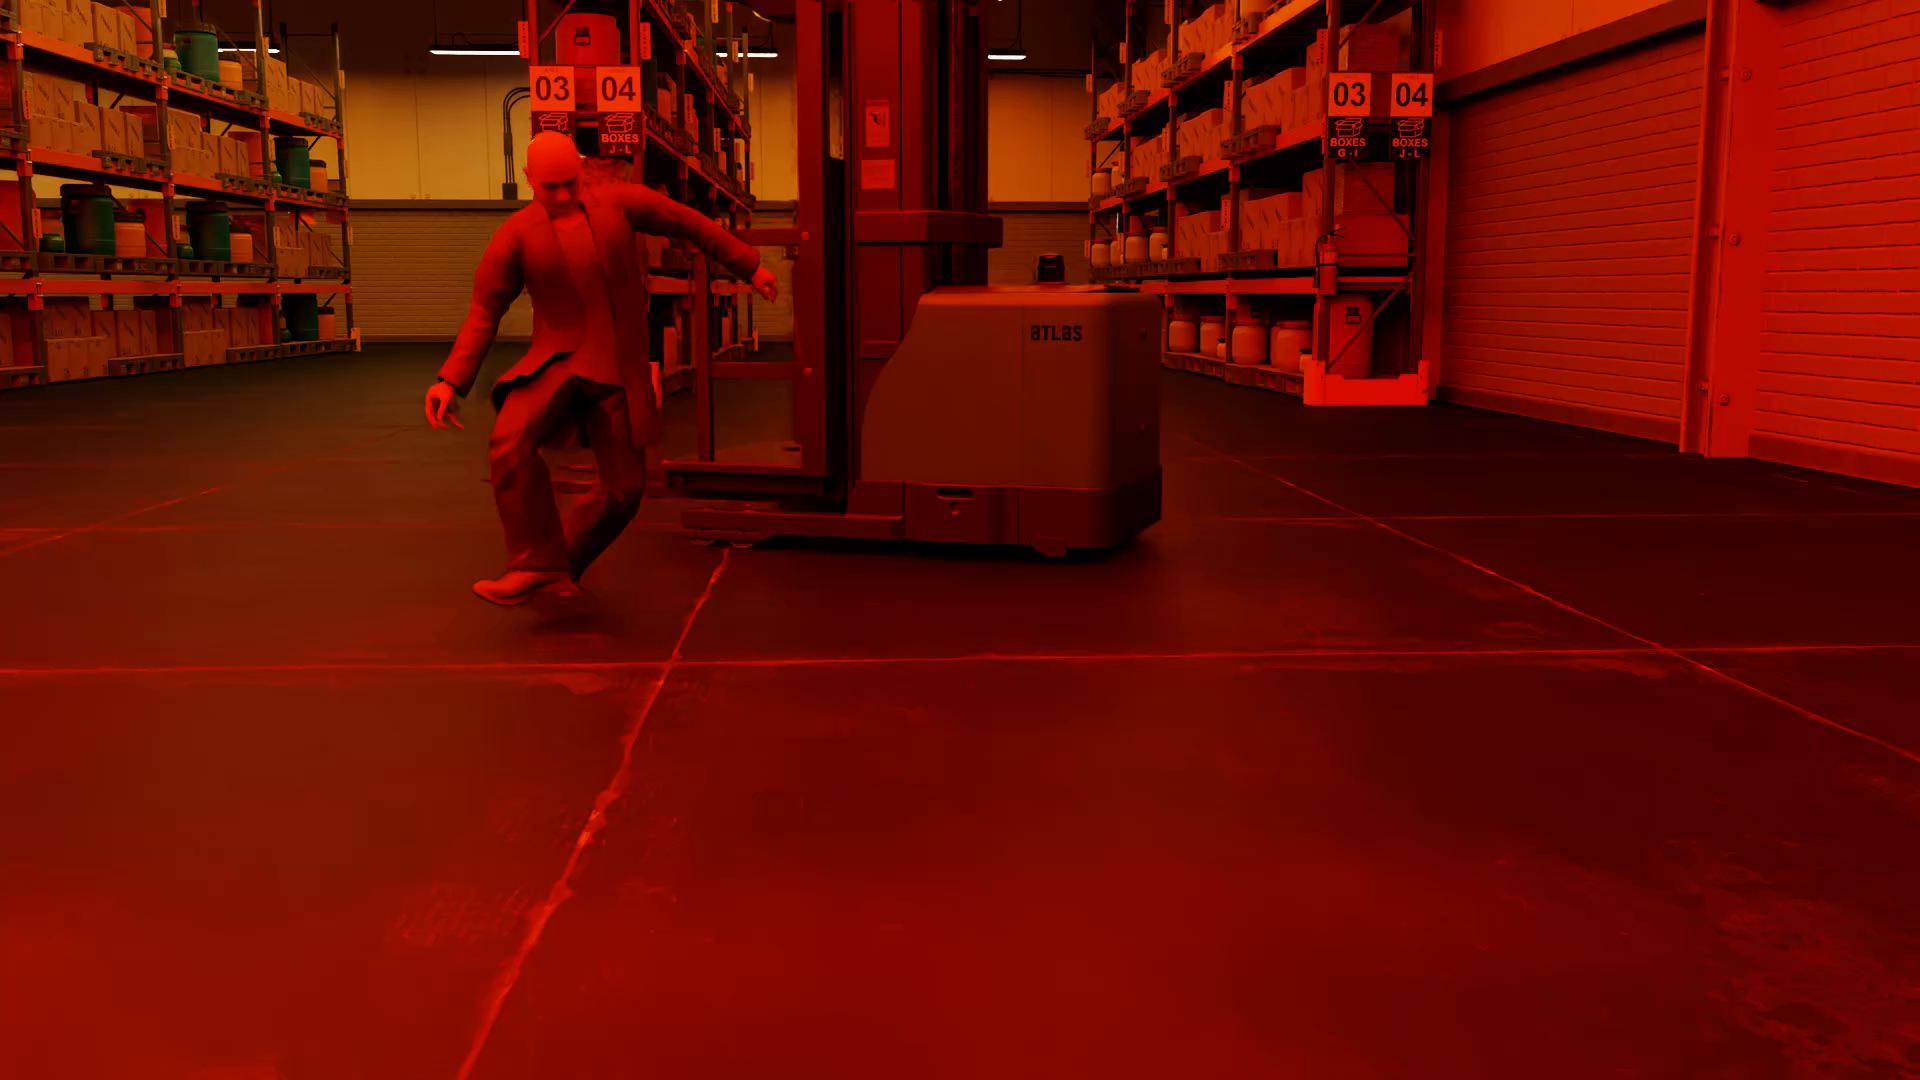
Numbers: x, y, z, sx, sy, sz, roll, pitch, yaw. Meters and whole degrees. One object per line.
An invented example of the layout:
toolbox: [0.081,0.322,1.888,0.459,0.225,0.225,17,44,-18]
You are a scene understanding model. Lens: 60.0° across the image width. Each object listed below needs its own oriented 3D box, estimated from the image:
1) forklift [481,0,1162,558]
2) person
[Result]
forklift: [-0.673,-1.483,7.320,3.031,2.935,1.130,3,9,19]
person: [-1.210,-0.537,5.795,1.255,1.688,0.689,-4,9,-25]
